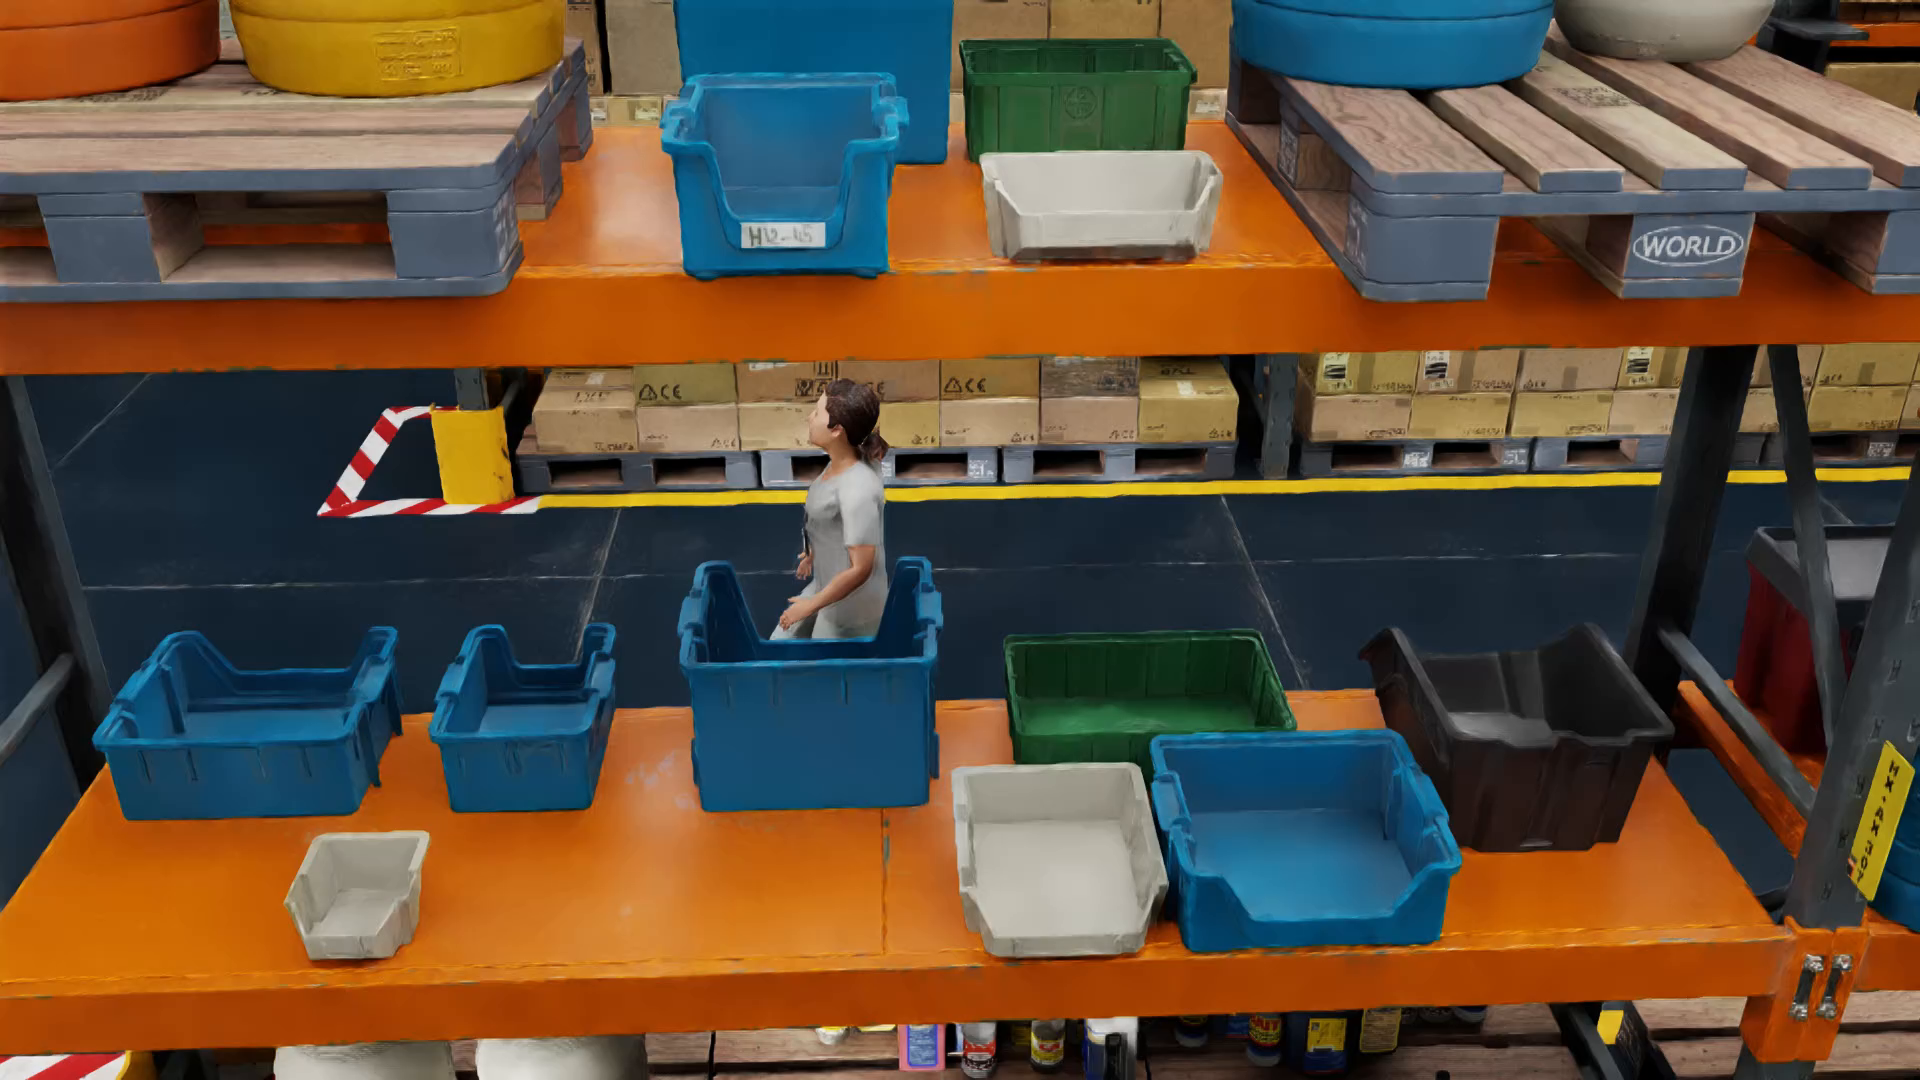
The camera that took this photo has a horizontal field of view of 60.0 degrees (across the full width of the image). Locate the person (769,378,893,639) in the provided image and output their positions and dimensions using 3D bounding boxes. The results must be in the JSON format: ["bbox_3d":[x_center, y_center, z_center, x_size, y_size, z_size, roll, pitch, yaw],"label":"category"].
[{"bbox_3d":[-0.446,0.234,5.720,0.463,1.635,0.607,-6,28,-12],"label":"person"}]
